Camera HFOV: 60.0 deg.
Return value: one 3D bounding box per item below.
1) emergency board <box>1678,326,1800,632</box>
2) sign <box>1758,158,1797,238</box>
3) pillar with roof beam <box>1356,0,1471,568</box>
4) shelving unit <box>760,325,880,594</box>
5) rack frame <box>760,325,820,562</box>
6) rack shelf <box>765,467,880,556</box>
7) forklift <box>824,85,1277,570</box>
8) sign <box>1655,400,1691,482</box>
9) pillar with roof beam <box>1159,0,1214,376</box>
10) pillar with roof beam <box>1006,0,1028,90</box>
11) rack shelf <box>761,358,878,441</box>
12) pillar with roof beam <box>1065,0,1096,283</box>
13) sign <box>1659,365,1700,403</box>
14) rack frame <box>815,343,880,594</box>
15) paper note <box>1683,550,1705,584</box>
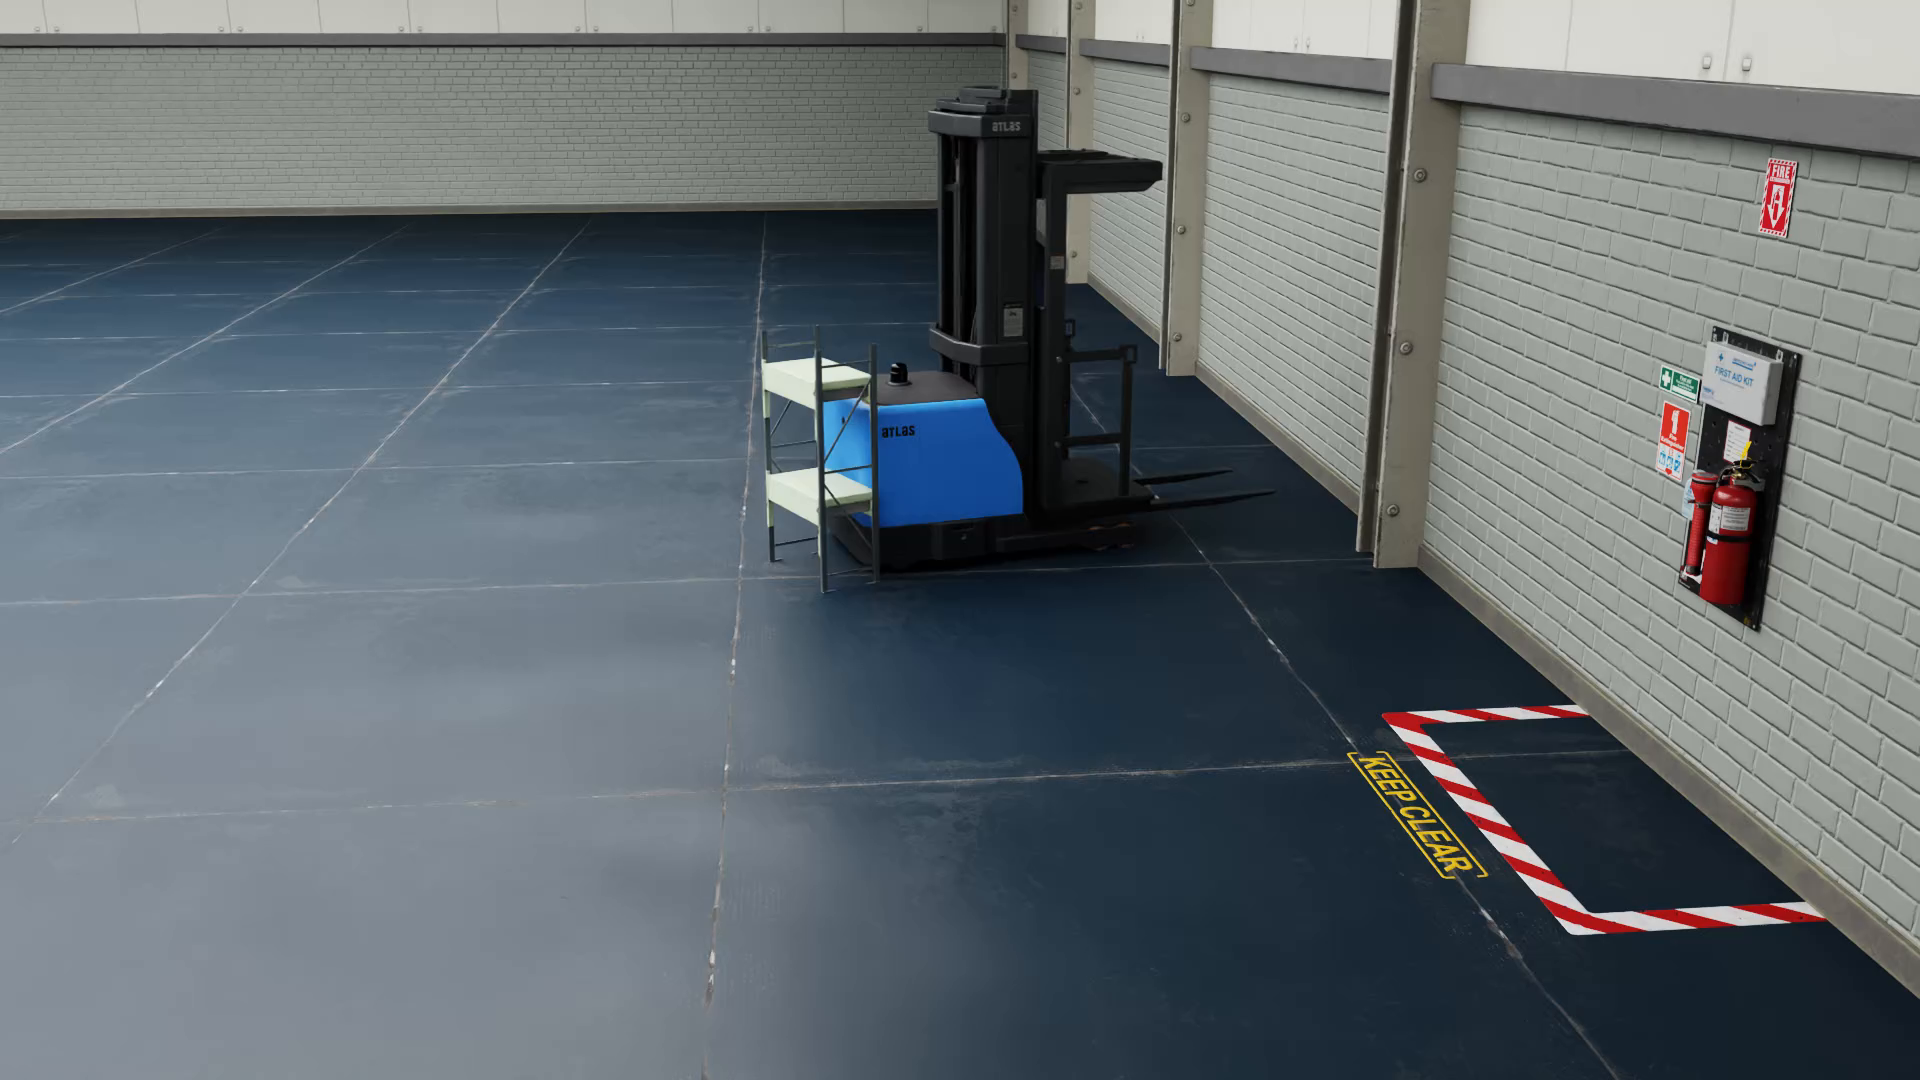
[{"bbox_3d":[3.187,-0.265,7.013,0.194,1.169,0.643,-2,18,-6],"label":"emergency board"},{"bbox_3d":[3.285,-1.376,6.683,0.001,0.298,0.199,-2,18,-6],"label":"sign"},{"bbox_3d":[-1.497,-4.044,9.036,9.100,9.000,0.400,-2,18,-6],"label":"pillar with roof beam"},{"bbox_3d":[-0.867,-0.514,10.309,0.431,1.500,0.755,-11,20,-30],"label":"shelving unit"},{"bbox_3d":[-1.061,-0.607,10.605,0.400,1.500,0.023,-11,20,-30],"label":"rack frame"},{"bbox_3d":[-0.866,-0.203,10.406,0.431,0.370,0.720,-11,20,-30],"label":"rack shelf"},{"bbox_3d":[0.658,-1.463,10.945,3.031,2.935,1.130,-6,18,-19],"label":"forklift"},{"bbox_3d":[3.232,-0.450,7.543,0.001,0.329,0.234,-2,18,-6],"label":"sign"},{"bbox_3d":[-2.116,-5.832,14.730,9.100,9.000,0.400,-2,18,-6],"label":"pillar with roof beam"},{"bbox_3d":[-3.354,-9.407,26.118,9.100,9.000,0.400,-2,18,-6],"label":"pillar with roof beam"},{"bbox_3d":[-0.867,-0.886,10.192,0.431,0.370,0.720,-11,20,-30],"label":"rack shelf"},{"bbox_3d":[-2.735,-7.620,20.424,9.100,9.000,0.400,-2,18,-6],"label":"pillar with roof beam"},{"bbox_3d":[3.224,-0.701,7.458,0.001,0.109,0.331,-2,18,-6],"label":"sign"},{"bbox_3d":[-0.673,-0.421,10.012,0.400,1.500,0.023,-11,20,-30],"label":"rack frame"},{"bbox_3d":[3.237,0.101,7.320,0.016,0.148,0.142,-2,18,-6],"label":"paper note"}]
